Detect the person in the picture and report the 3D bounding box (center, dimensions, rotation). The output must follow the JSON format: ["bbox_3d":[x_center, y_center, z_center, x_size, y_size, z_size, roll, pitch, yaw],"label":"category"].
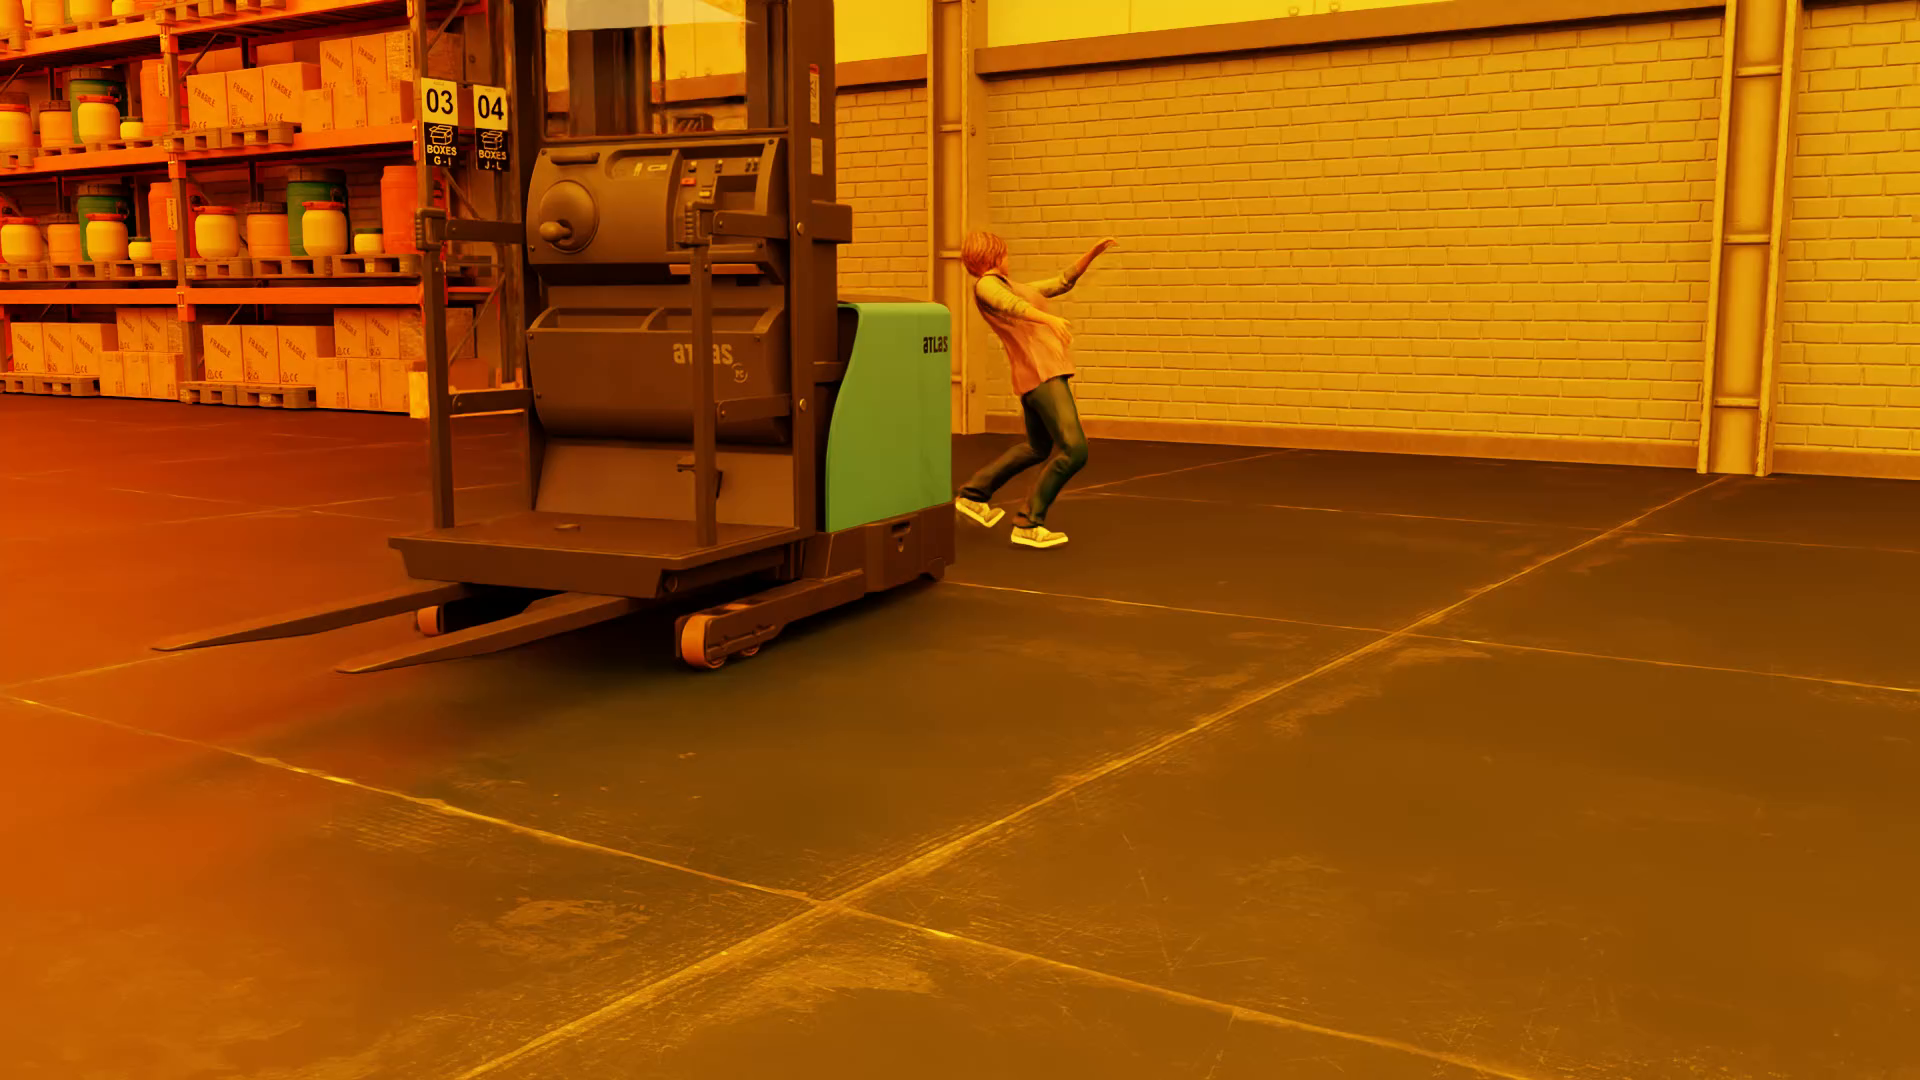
[{"bbox_3d":[0.343,-0.656,7.271,0.710,1.380,0.892,-1,8,-4],"label":"person"}]

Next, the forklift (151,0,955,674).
[{"bbox_3d":[-1.088,-1.138,5.193,1.130,2.935,3.031,4,9,24],"label":"forklift"}]
